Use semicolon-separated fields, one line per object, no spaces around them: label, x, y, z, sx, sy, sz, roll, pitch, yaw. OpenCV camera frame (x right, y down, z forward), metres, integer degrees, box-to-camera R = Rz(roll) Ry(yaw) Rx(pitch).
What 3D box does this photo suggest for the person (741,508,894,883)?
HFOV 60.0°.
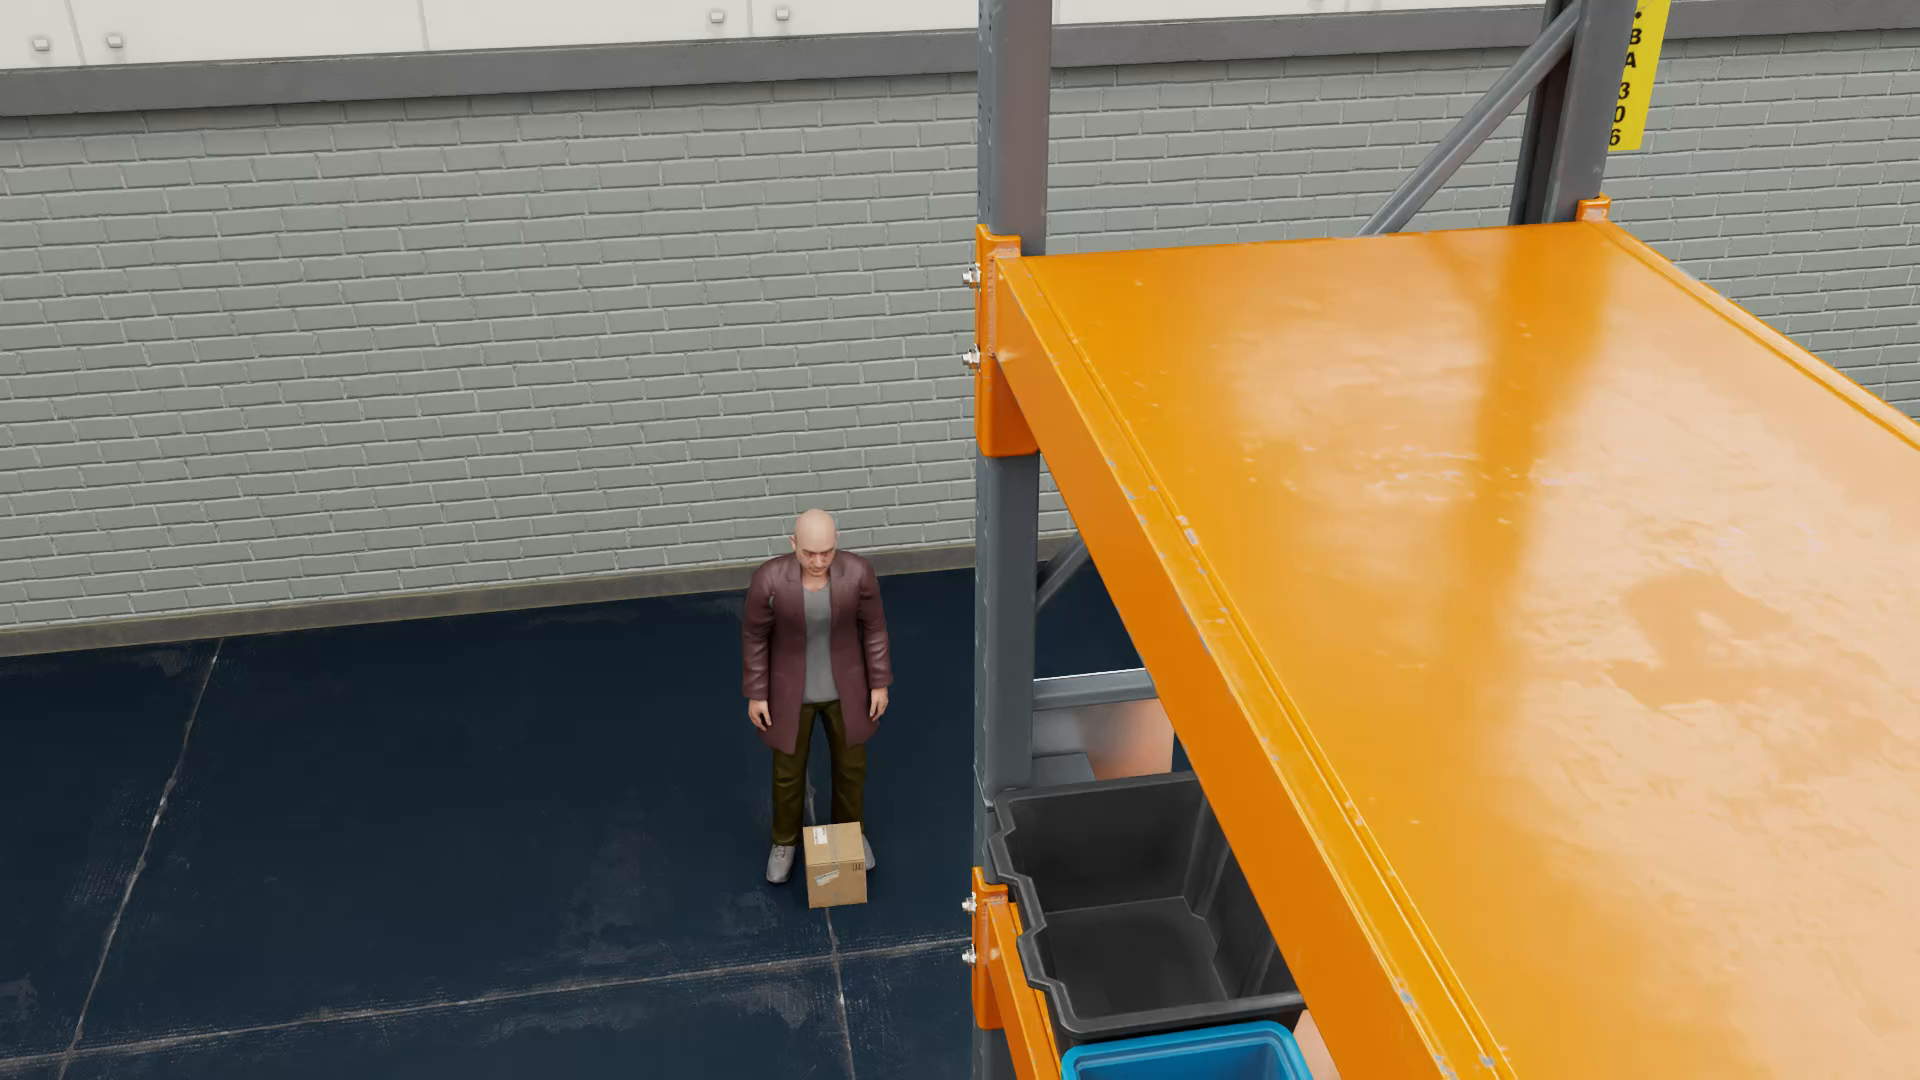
person;-0.603;0.716;7.110;0.644;1.591;0.425;-5;31;-9
